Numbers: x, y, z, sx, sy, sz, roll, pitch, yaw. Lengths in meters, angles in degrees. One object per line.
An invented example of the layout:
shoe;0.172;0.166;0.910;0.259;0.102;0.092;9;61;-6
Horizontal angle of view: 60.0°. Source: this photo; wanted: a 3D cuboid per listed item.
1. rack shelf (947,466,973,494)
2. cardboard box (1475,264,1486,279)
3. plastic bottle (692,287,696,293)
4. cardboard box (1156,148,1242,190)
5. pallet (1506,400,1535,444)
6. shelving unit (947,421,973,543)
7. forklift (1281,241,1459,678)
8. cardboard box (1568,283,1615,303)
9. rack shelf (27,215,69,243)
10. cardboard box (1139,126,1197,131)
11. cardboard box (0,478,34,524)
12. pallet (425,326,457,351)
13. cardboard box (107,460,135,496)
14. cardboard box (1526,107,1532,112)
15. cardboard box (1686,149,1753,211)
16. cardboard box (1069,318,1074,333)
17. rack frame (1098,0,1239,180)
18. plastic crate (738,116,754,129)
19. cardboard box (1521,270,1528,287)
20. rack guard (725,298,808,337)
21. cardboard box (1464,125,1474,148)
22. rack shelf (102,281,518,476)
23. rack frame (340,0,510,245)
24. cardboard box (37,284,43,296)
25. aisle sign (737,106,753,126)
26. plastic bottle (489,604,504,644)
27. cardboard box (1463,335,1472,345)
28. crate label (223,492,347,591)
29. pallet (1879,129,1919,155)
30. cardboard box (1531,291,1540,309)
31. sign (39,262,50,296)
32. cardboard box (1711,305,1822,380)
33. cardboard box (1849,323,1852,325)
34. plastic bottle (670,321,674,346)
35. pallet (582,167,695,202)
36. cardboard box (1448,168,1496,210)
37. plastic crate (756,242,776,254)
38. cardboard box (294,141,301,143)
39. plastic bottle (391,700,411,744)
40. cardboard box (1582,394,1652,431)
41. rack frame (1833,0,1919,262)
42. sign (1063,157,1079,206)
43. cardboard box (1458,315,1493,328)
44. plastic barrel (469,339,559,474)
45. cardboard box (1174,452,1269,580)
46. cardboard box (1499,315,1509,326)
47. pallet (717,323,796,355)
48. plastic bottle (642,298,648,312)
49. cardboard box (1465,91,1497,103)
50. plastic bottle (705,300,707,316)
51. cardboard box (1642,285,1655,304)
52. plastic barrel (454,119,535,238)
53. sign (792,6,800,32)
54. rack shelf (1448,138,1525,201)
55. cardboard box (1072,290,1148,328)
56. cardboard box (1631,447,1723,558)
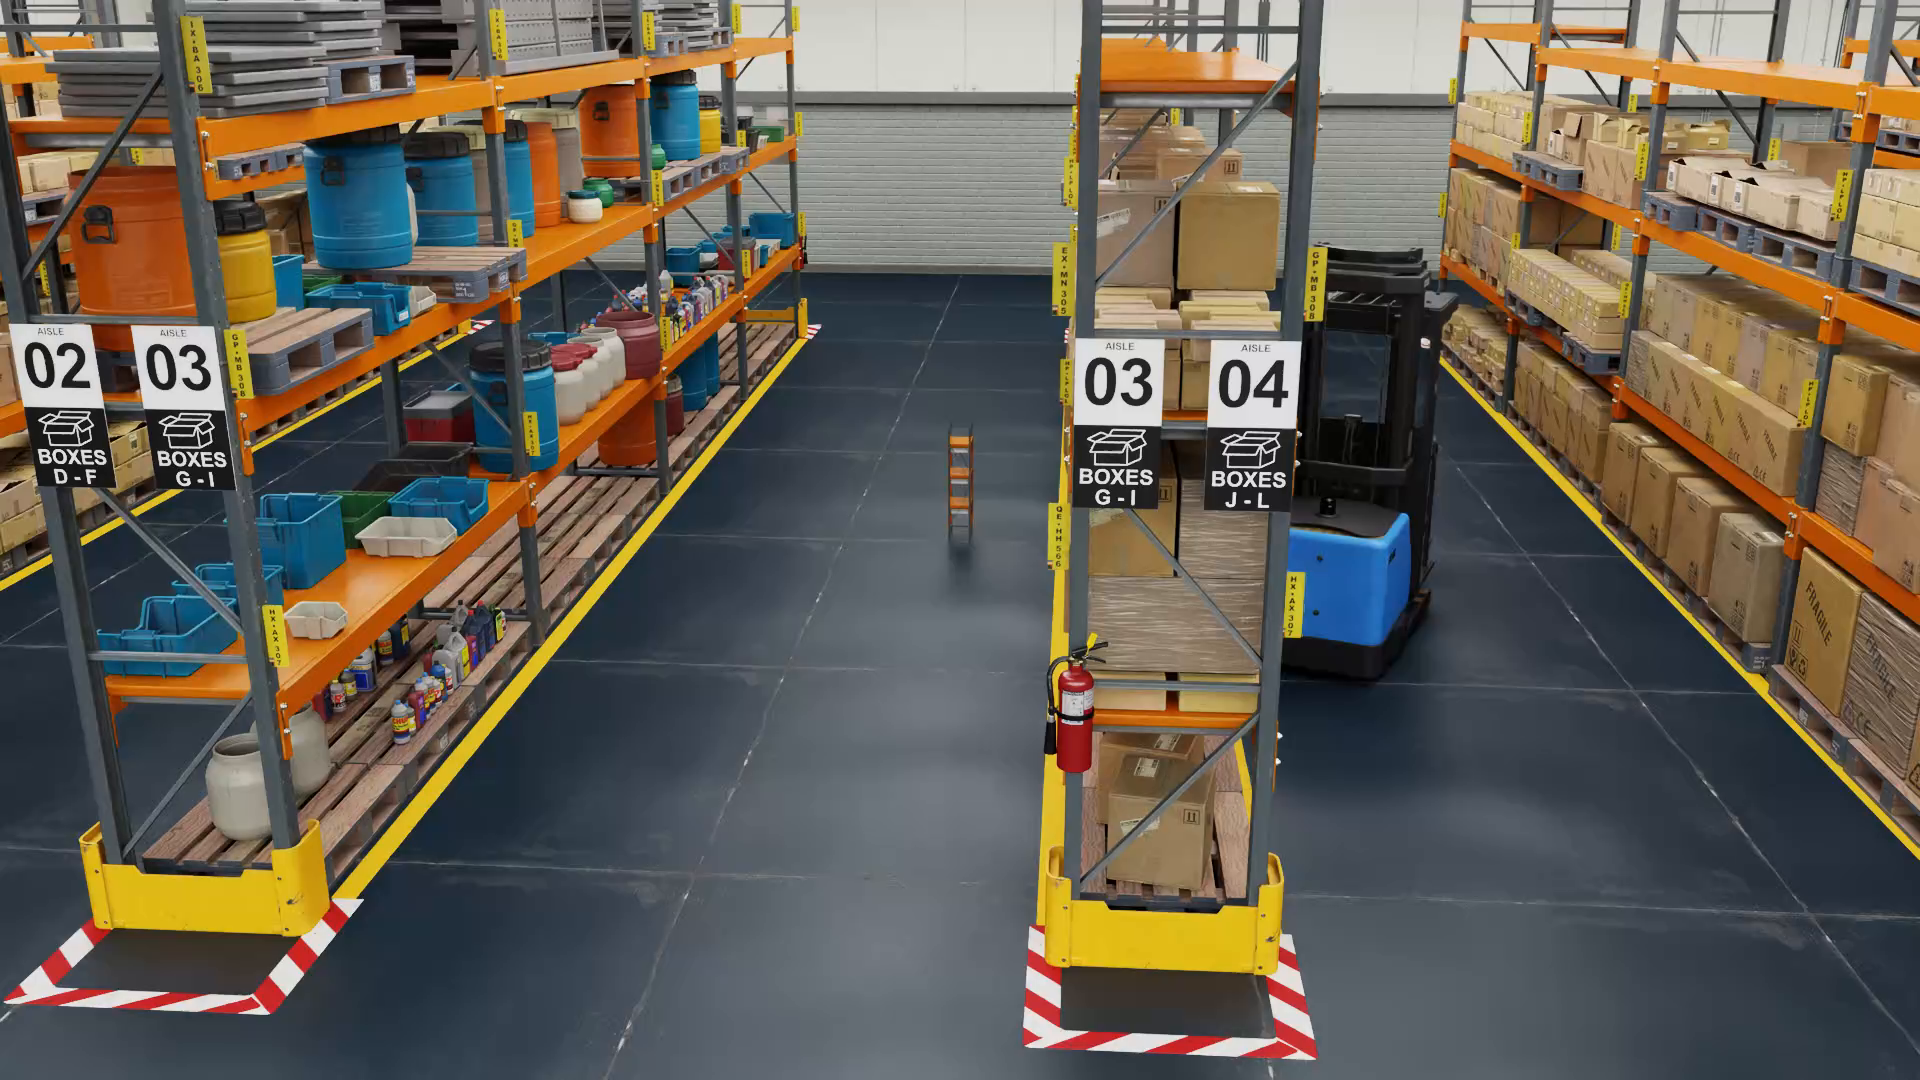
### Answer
rack shelf;0.004;-0.505;14.814;0.215;0.259;0.240;1;18;4
cardboard box;6.643;-3.343;20.710;0.380;0.149;0.250;2;18;5
plastic bottle;-2.959;-2.670;18.460;0.097;0.271;0.097;0;18;0
cardboard box;1.524;-2.245;10.698;0.500;0.500;0.500;1;18;2
pallet;6.761;-1.314;18.594;1.003;0.211;1.213;1;18;4
shelving unit;0.004;-0.516;14.810;0.215;1.050;0.252;1;18;4
forklift;3.107;-0.835;12.765;1.130;2.935;3.031;8;20;24
cardboard box;6.161;-2.406;16.223;0.380;0.149;0.250;2;18;6
rack shelf;-8.435;-2.465;13.968;1.077;0.370;4.000;1;18;4
cardboard box;1.804;-3.337;14.510;0.500;0.500;0.500;2;18;5
cardboard box;-8.223;-0.359;14.042;0.500;0.311;0.500;1;18;2
pallet;-7.780;-2.891;23.408;1.003;0.211;1.213;1;18;4
cardboard box;-8.120;-0.567;15.577;0.500;0.250;0.500;1;18;3
cardboard box;6.565;-4.765;18.629;0.380;0.149;0.250;0;18;1
cardboard box;6.835;-3.283;15.147;0.500;0.500;0.500;1;18;4
cardboard box;1.850;-2.014;18.989;1.225;0.875;0.875;1;18;4
rack frame;1.302;-3.389;10.815;1.000;3.000;0.127;1;18;4
plastic crate;-3.084;-5.626;22.668;0.497;0.269;0.590;1;18;4
cardboard box;6.294;-2.830;17.993;0.380;0.149;0.250;2;18;5
rack guard;-2.789;-3.196;23.873;1.175;0.500;0.348;1;18;4
cardboard box;6.773;-5.180;21.338;0.500;0.250;0.500;2;18;6
rack shelf;-3.782;-1.111;9.835;1.077;0.370;4.000;1;18;4
rack frame;-3.638;-3.500;11.152;1.000;3.000;0.127;1;18;4
cardboard box;-12.872;-3.427;22.861;0.380;0.149;0.250;2;18;5
aisle sign;-3.069;-5.640;23.144;0.394;0.787;0.004;1;18;4
plastic bottle;-3.344;0.590;11.962;0.061;0.283;0.133;2;18;7
cardboard box;6.753;-2.629;21.555;0.380;0.149;0.250;0;18;1
crate label;-4.063;-0.001;10.052;0.502;0.435;0.616;1;18;4
pallet;11.919;-4.817;20.131;1.003;0.211;1.213;1;18;4
cardboard box;6.256;-2.528;17.550;0.380;0.149;0.250;0;18;1
sign;-8.834;-2.525;16.079;0.100;0.325;0.005;1;18;4
cardboard box;6.381;-1.547;13.060;0.700;0.500;0.500;1;18;3
cardboard box;12.099;-2.819;22.149;0.875;0.438;0.875;1;18;2
plastic bottle;-2.965;-2.103;16.723;0.152;0.276;0.135;1;18;4
pallet;-3.199;-3.462;16.158;1.003;0.211;1.213;1;18;4
cardboard box;6.805;-4.654;22.064;0.500;0.500;0.500;1;18;4
plastic crate;-2.691;-3.932;22.433;0.396;0.136;0.243;1;18;4
cardboard box;-7.723;-4.745;20.010;0.500;0.250;0.500;1;18;4
plastic bottle;-3.484;1.125;10.348;0.097;0.271;0.097;0;18;0
cardboard box;6.316;-1.225;15.980;0.500;0.250;0.500;1;18;3
rack frame;6.242;-3.247;10.381;1.000;3.000;0.127;1;18;4
sign;0.748;-2.408;11.174;0.100;0.325;0.005;1;18;4
cardboard box;6.745;-2.853;21.761;0.380;0.149;0.250;0;18;1
plastic barrel;-3.308;-1.000;12.354;0.600;0.901;0.708;1;18;4
cardboard box;1.327;-0.125;8.243;0.500;0.500;0.500;1;18;4
cardboard box;7.268;-2.842;21.726;0.380;0.149;0.250;1;18;2
pallet;-2.876;-2.795;23.115;1.003;0.211;1.213;1;18;4
plastic bottle;-3.435;-2.547;18.199;0.097;0.201;0.097;0;18;0
cardboard box;6.852;-5.809;21.814;0.380;0.149;0.250;1;18;3
plastic bottle;-2.824;-2.561;18.241;0.097;0.201;0.097;0;18;0
cardboard box;6.813;-2.383;16.150;0.380;0.149;0.250;1;18;2
plastic barrel;-3.724;-2.882;13.278;0.600;0.901;0.708;1;18;4
sign;-2.228;-7.066;22.554;0.100;0.325;0.005;1;18;4
rack shelf;6.959;-4.586;20.438;1.077;0.370;4.000;1;18;4
cardboard box;0.764;-1.177;8.481;0.380;0.149;0.250;1;18;4
cardboard box;6.336;-0.310;13.991;1.050;0.750;0.750;2;18;5
